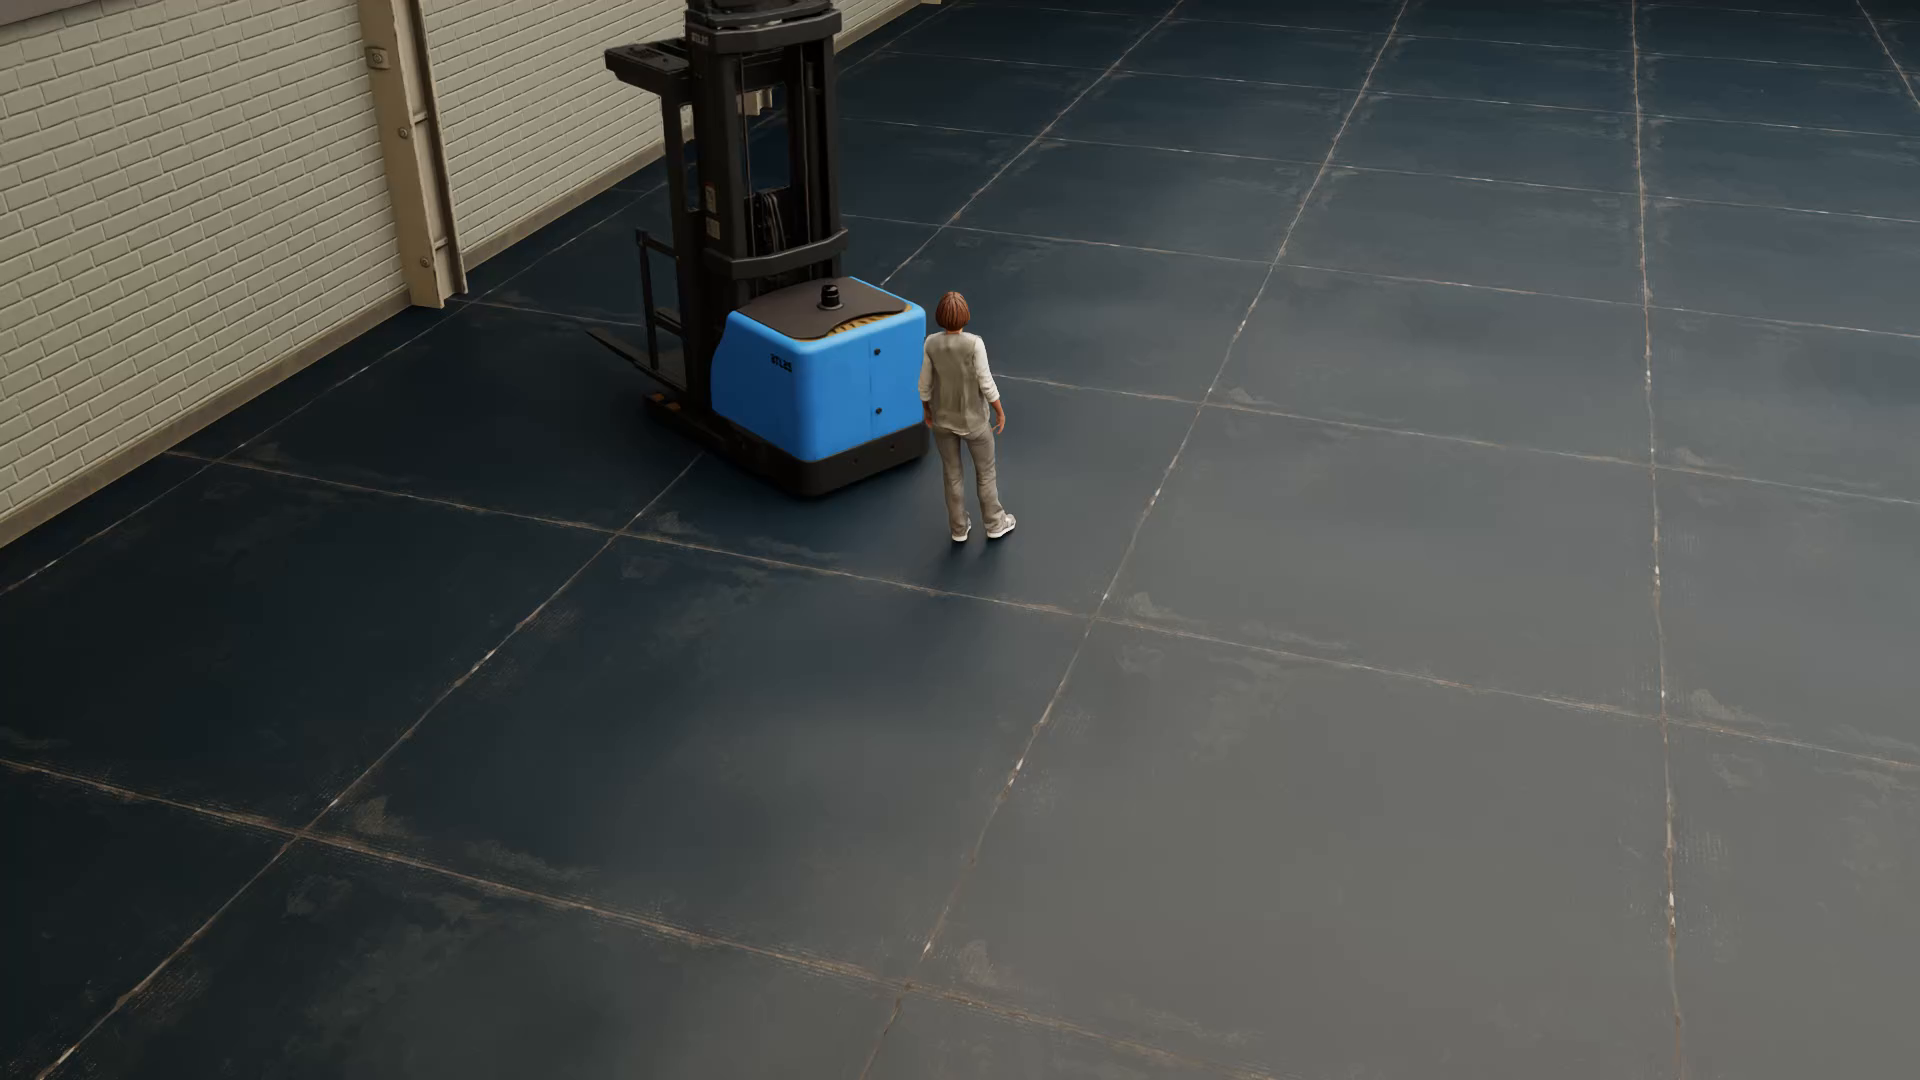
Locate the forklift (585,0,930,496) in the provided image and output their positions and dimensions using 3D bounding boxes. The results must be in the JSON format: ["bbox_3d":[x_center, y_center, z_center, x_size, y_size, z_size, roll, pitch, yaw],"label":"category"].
[{"bbox_3d":[-1.550,-2.200,10.995,1.130,2.935,3.031,-23,37,-35],"label":"forklift"}]

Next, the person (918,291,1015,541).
[{"bbox_3d":[0.038,-0.733,9.753,0.519,1.598,0.474,10,31,16],"label":"person"}]
